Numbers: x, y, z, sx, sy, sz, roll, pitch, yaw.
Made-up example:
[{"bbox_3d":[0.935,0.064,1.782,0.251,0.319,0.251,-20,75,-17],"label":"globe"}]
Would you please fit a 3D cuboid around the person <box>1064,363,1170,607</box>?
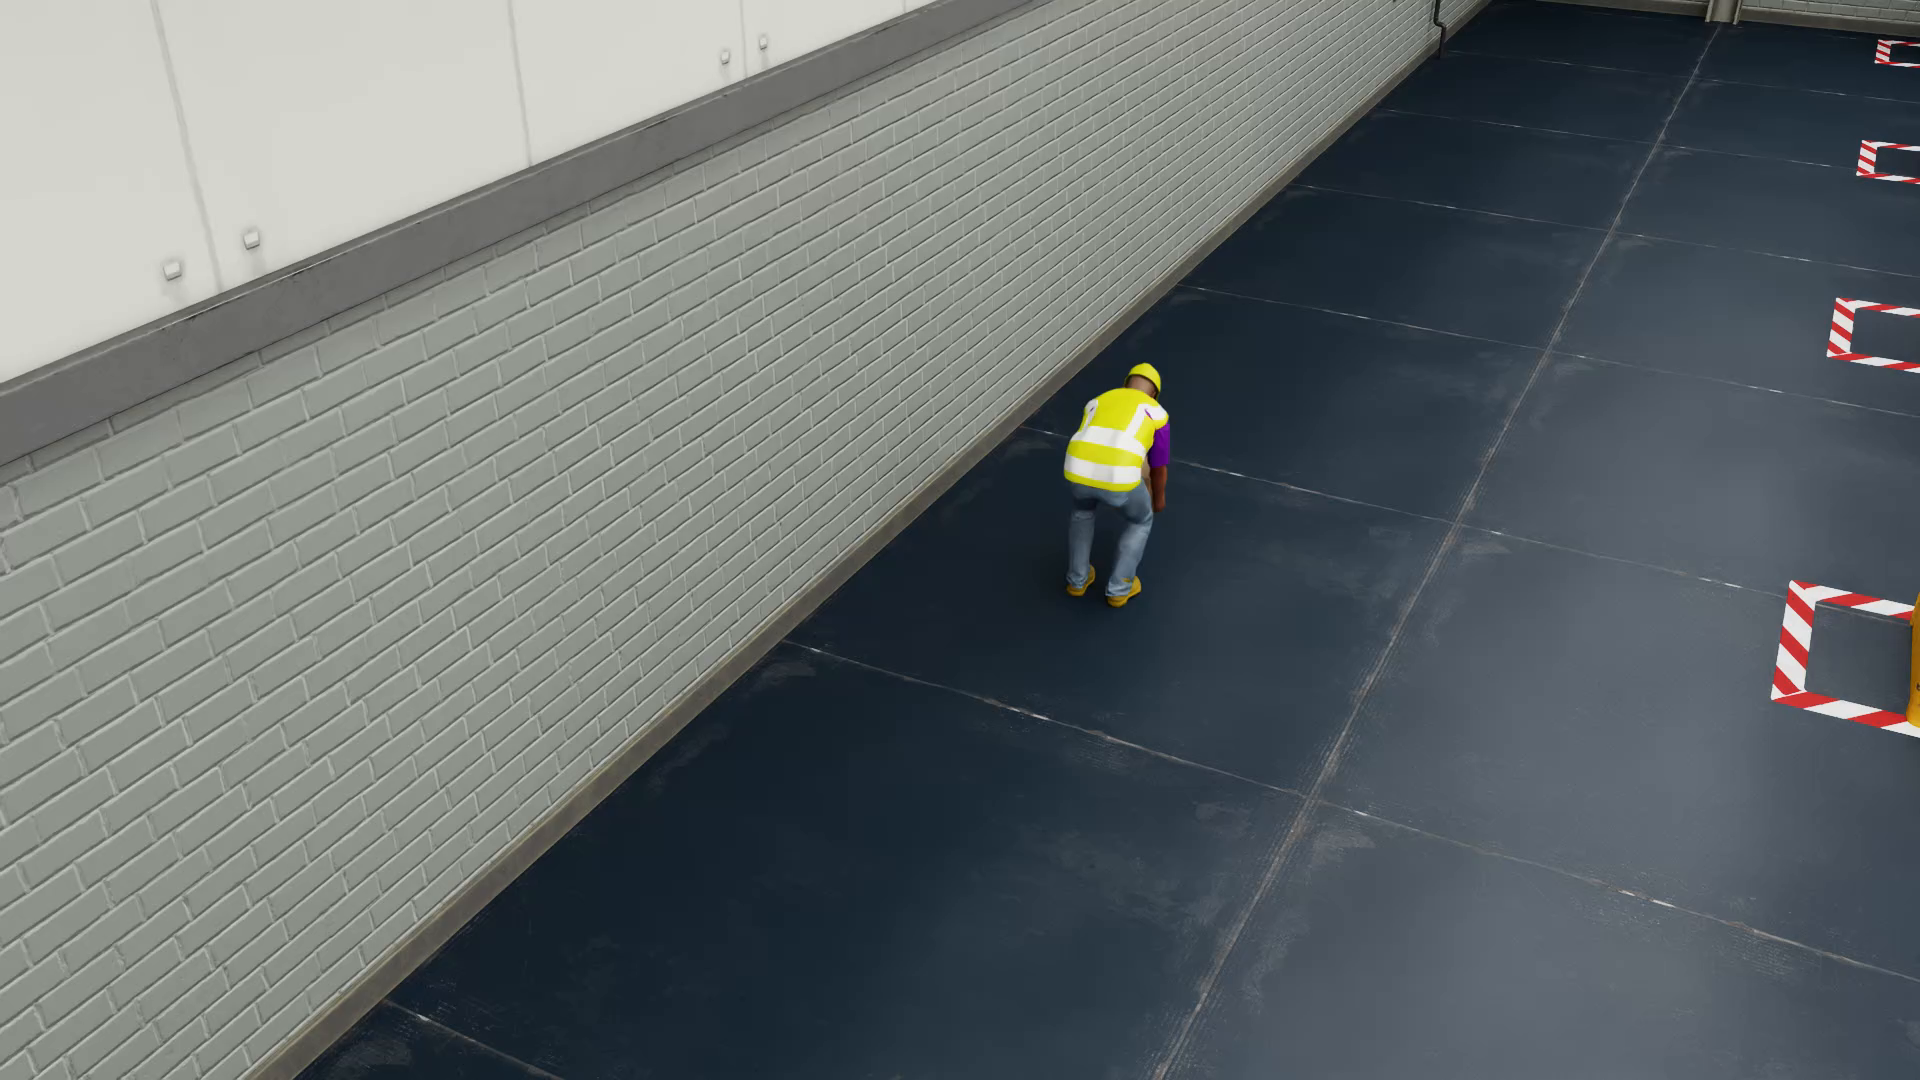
[{"bbox_3d":[0.891,-0.315,9.397,0.501,1.185,0.954,13,32,21],"label":"person"}]
